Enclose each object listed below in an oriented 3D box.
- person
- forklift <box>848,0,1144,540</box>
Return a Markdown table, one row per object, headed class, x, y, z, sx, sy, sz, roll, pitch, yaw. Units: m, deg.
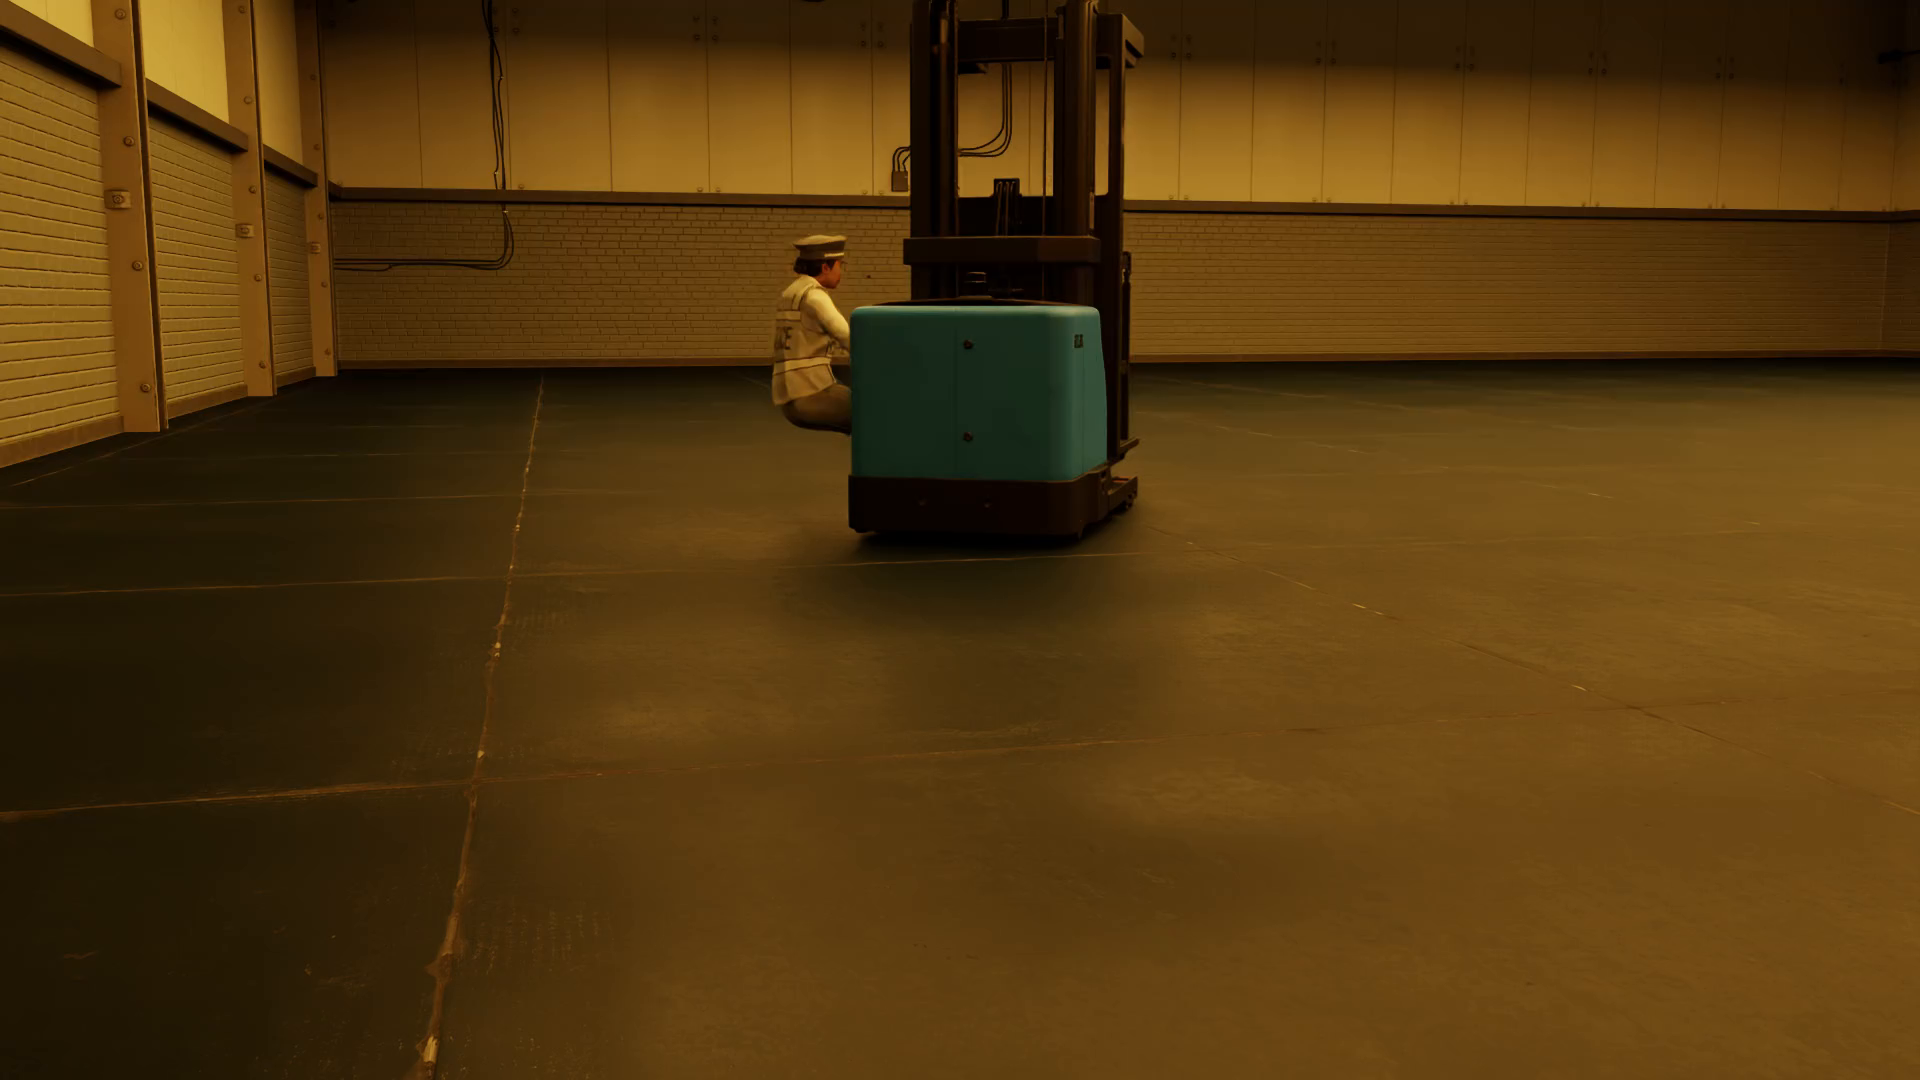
| class | x | y | z | sx | sy | sz | roll | pitch | yaw |
| --- | --- | --- | --- | --- | --- | --- | --- | --- | --- |
| person | -0.496 | -0.737 | 8.094 | 0.829 | 1.470 | 0.740 | -4 | 9 | -27 |
| forklift | 0.346 | -1.617 | 8.684 | 1.130 | 2.935 | 3.031 | 2 | 8 | 14 |
